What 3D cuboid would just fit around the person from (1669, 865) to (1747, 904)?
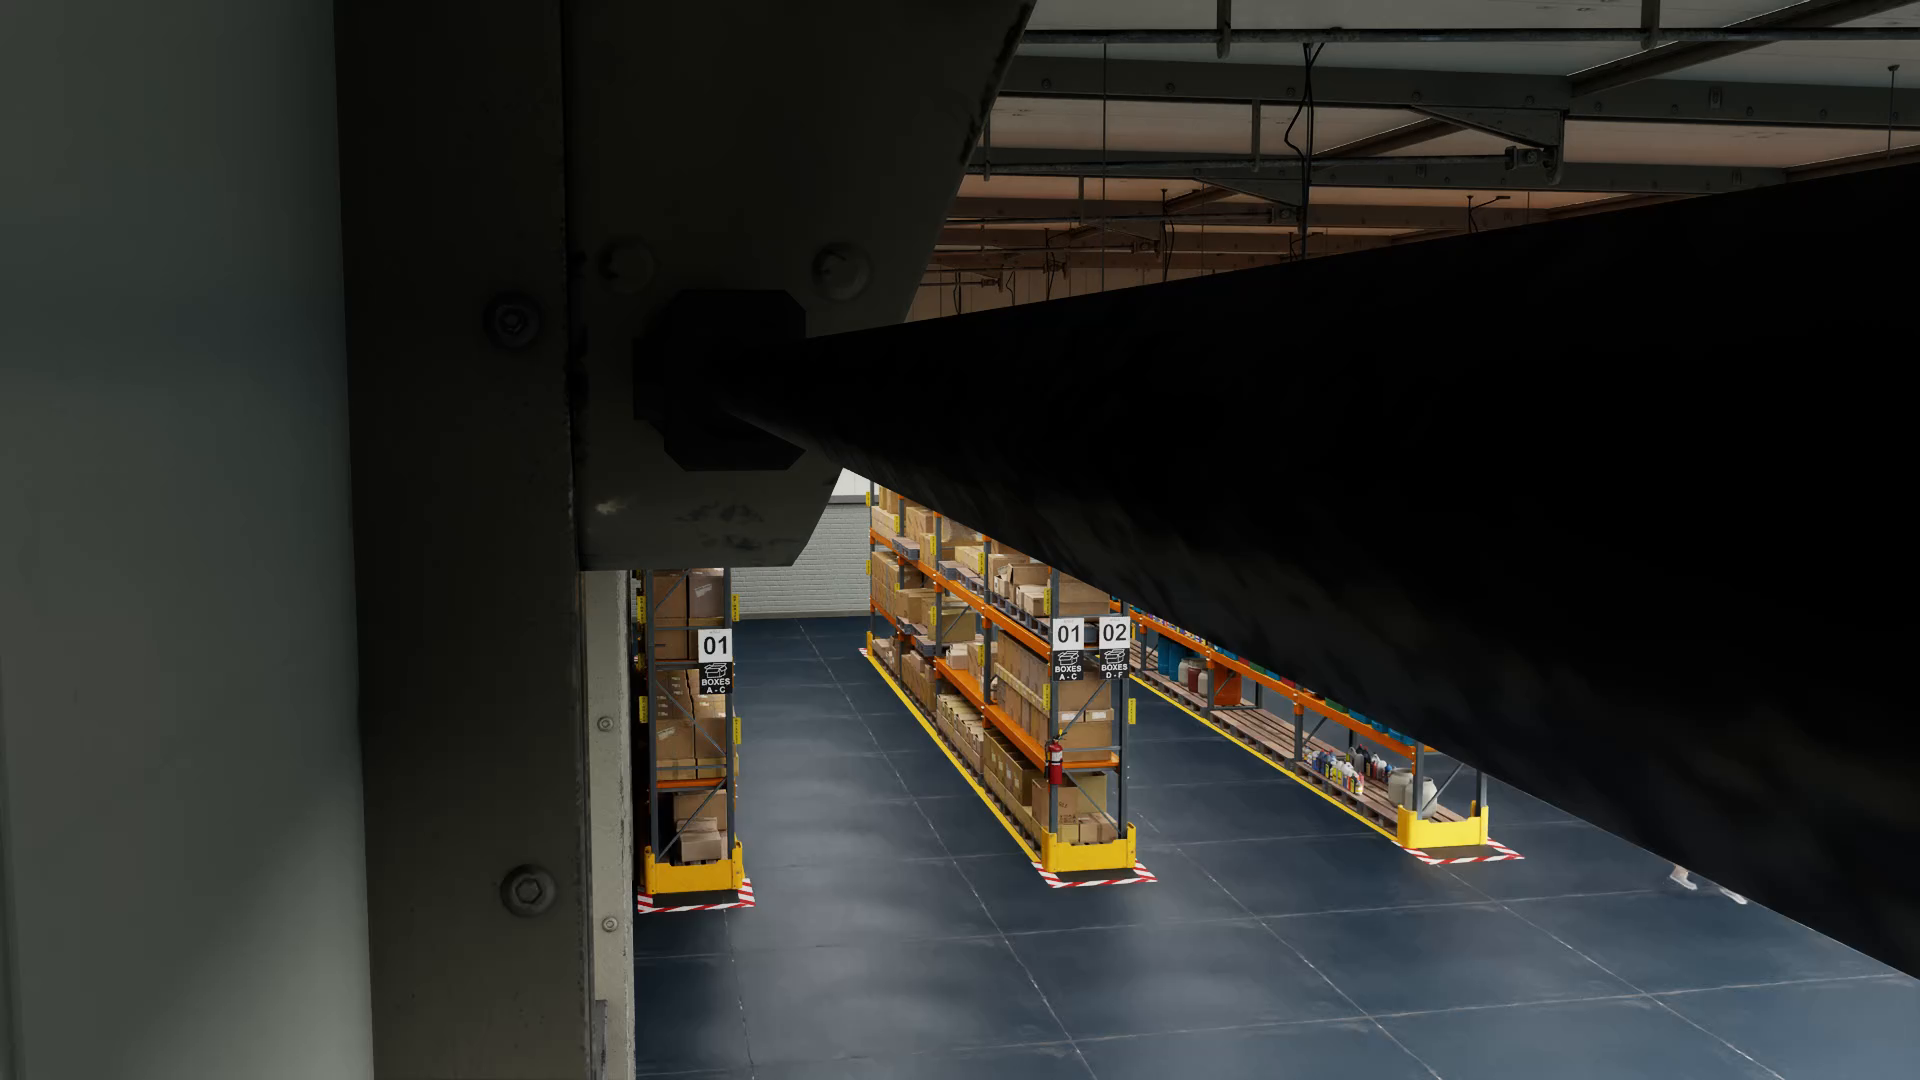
[{"bbox_3d":[8.947,3.407,19.802,0.826,1.788,0.642,2,6,15],"label":"person"}]
